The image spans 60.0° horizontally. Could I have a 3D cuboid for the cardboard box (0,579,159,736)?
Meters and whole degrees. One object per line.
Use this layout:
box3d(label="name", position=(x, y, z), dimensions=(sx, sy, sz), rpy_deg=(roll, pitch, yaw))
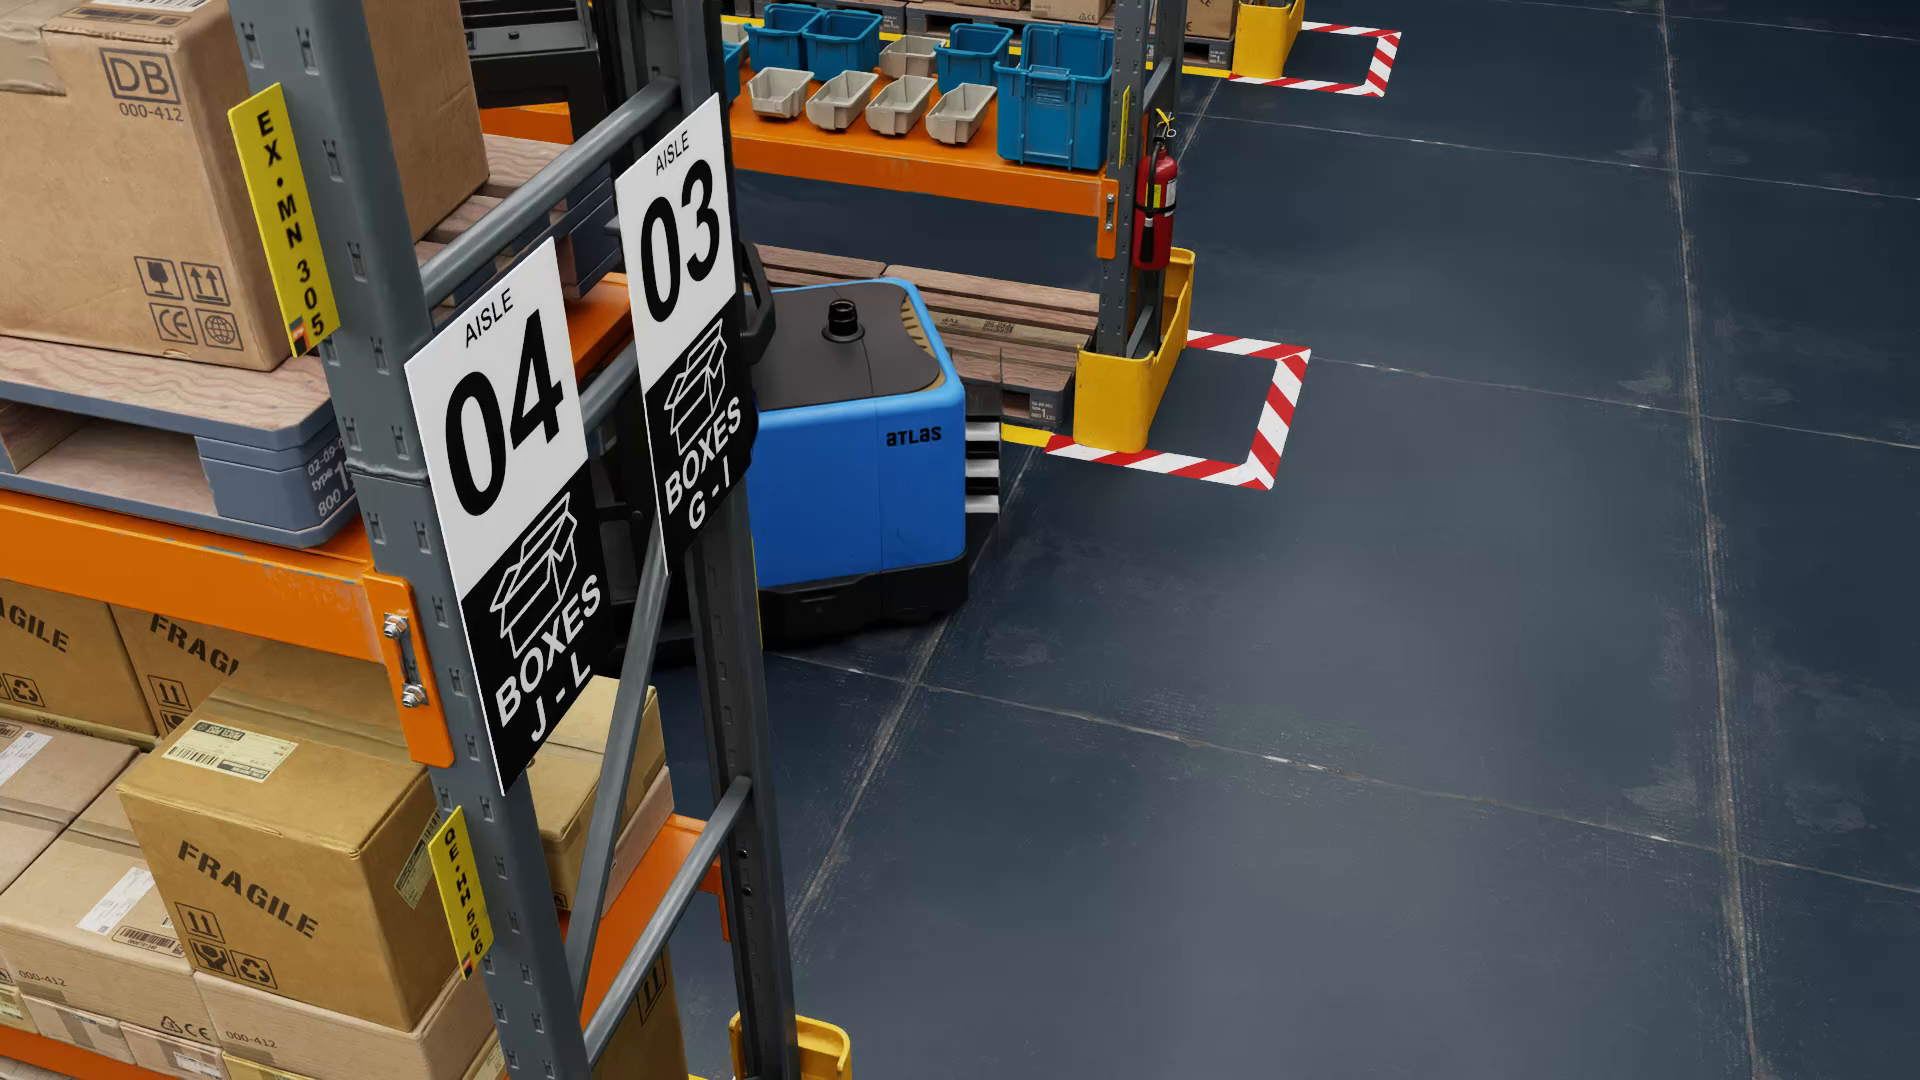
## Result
box3d(label="cardboard box", position=(-1.997, 0.066, 3.872), dimensions=(0.500, 0.500, 0.500), rpy_deg=(10, 37, 13))

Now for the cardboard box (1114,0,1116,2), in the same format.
box3d(label="cardboard box", position=(1.400, -4.177, 12.344), dimensions=(0.500, 0.250, 0.500), rpy_deg=(10, 38, 14))

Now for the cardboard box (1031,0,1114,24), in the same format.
box3d(label="cardboard box", position=(0.822, -3.974, 12.067), dimensions=(0.500, 0.250, 0.500), rpy_deg=(10, 38, 14))

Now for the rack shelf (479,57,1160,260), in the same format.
box3d(label="rack shelf", position=(-1.078, -2.024, 8.077), dimensions=(4.000, 0.370, 1.077), rpy_deg=(10, 38, 14))

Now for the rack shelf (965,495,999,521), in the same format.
box3d(label="rack shelf", position=(0.066, -0.187, 7.104), dimensions=(0.200, 0.077, 0.258), rpy_deg=(0, 36, 0))

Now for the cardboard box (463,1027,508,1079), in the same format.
box3d(label="cardboard box", position=(-1.083, 1.066, 3.483), dimensions=(0.250, 0.149, 0.380), rpy_deg=(11, 38, 15))

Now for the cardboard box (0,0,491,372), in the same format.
box3d(label="cardboard box", position=(-1.158, -0.678, 2.587), dimensions=(0.500, 0.500, 0.700), rpy_deg=(8, 37, 11))

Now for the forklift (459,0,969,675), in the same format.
box3d(label="forklift", position=(-1.539, -0.945, 6.061), dimensions=(3.031, 2.935, 1.130), rpy_deg=(-8, 37, -11))

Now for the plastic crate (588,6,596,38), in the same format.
box3d(label="plastic crate", position=(-1.838, -2.535, 8.345), dimensions=(0.590, 0.125, 0.437), rpy_deg=(10, 38, 14))

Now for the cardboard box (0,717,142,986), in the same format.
box3d(label="cardboard box", position=(-2.157, 0.667, 3.689), dimensions=(0.500, 0.250, 0.500), rpy_deg=(9, 37, 12))

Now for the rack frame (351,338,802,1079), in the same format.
box3d(label="rack frame", position=(-0.645, 0.842, 3.576), dimensions=(0.127, 3.000, 1.000), rpy_deg=(10, 38, 14))

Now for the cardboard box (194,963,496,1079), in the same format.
box3d(label="cardboard box", position=(-1.187, 0.847, 3.444), dimensions=(0.500, 0.250, 0.500), rpy_deg=(10, 38, 13))

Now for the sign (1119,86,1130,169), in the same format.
box3d(label="sign", position=(0.683, -1.712, 6.908), dimensions=(0.005, 0.325, 0.100), rpy_deg=(10, 38, 14))

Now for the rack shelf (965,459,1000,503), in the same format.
box3d(label="rack shelf", position=(0.066, -0.259, 7.051), dimensions=(0.200, 0.077, 0.258), rpy_deg=(0, 36, 0))

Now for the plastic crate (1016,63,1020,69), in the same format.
box3d(label="plastic crate", position=(0.413, -2.212, 7.897), dimensions=(0.298, 0.136, 0.250), rpy_deg=(10, 38, 14))

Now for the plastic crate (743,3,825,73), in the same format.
box3d(label="plastic crate", position=(-0.849, -2.433, 8.116), dimensions=(0.300, 0.233, 0.416), rpy_deg=(10, 38, 14))

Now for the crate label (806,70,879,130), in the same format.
box3d(label="crate label", position=(-0.546, -2.015, 7.629), dimensions=(0.243, 0.136, 0.396), rpy_deg=(10, 38, 14))

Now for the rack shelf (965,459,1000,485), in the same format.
box3d(label="rack shelf", position=(0.066, -0.332, 6.998), dimensions=(0.200, 0.077, 0.258), rpy_deg=(0, 36, 0))

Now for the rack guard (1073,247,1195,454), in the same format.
box3d(label="rack guard", position=(0.858, -0.957, 8.129), dimensions=(0.348, 0.500, 1.175), rpy_deg=(10, 38, 14))

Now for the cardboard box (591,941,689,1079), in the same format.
box3d(label="cardboard box", position=(-1.280, 1.460, 4.173), dimensions=(0.875, 0.875, 0.875), rpy_deg=(10, 38, 14))

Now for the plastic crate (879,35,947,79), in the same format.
box3d(label="plastic crate", position=(-0.235, -2.332, 8.060), dimensions=(0.298, 0.136, 0.250), rpy_deg=(10, 38, 14))

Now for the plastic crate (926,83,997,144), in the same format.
box3d(label="plastic crate", position=(-0.001, -1.920, 7.500), dimensions=(0.243, 0.136, 0.396), rpy_deg=(10, 38, 14))

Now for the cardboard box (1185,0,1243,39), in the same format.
box3d(label="cardboard box", position=(1.720, -3.890, 11.742), dimensions=(0.500, 0.500, 0.500), rpy_deg=(10, 38, 14))

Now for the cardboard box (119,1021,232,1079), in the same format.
box3d(label="cardboard box", position=(-1.573, 0.976, 3.605), dimensions=(0.250, 0.149, 0.380), rpy_deg=(11, 38, 14))

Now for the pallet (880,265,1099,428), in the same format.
box3d(label="pallet", position=(0.056, -1.005, 8.438), dimensions=(1.213, 0.211, 1.003), rpy_deg=(10, 38, 14))

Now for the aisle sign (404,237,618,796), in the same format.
box3d(label="aisle sign", position=(-0.666, -0.023, 2.557), dimensions=(0.004, 0.787, 0.394), rpy_deg=(10, 38, 14))

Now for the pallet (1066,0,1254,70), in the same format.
box3d(label="pallet", position=(1.478, -3.793, 12.226), dimensions=(1.213, 0.211, 1.003), rpy_deg=(10, 38, 14))

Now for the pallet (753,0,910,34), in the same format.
box3d(label="pallet", position=(-0.851, -4.225, 12.812), dimensions=(1.213, 0.211, 1.003), rpy_deg=(10, 38, 14))

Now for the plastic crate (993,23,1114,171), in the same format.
box3d(label="plastic crate", position=(0.456, -1.953, 7.292), dimensions=(0.499, 0.435, 0.616), rpy_deg=(10, 38, 14))

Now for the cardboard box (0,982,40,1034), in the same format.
box3d(label="cardboard box", position=(-2.059, 0.887, 3.727), dimensions=(0.250, 0.149, 0.380), rpy_deg=(10, 37, 13))

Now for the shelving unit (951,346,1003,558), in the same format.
box3d(label="shelving unit", position=(0.066, -0.359, 6.978), dimensions=(0.210, 0.900, 0.258), rpy_deg=(0, 36, 0))

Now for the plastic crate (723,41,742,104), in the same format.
box3d(label="plastic crate", position=(-1.205, -2.135, 7.711), dimensions=(0.300, 0.233, 0.416), rpy_deg=(10, 38, 14))

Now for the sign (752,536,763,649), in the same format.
box3d(label="sign", position=(-0.474, 0.148, 3.721), dimensions=(0.005, 0.325, 0.100), rpy_deg=(10, 38, 14))

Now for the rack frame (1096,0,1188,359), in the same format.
box3d(label="rack frame", position=(0.832, -1.961, 7.383), dimensions=(0.127, 3.000, 1.000), rpy_deg=(10, 38, 14))

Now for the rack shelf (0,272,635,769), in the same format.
box3d(label="rack shelf", position=(-2.554, -0.430, 3.380), dimensions=(4.000, 0.370, 1.077), rpy_deg=(10, 38, 14))

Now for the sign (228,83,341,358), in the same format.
box3d(label="sign", position=(-0.820, -0.386, 2.034), dimensions=(0.005, 0.325, 0.100), rpy_deg=(10, 38, 14))

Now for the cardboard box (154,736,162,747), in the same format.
box3d(label="cardboard box", position=(-1.521, 0.457, 3.975), dimensions=(0.500, 0.250, 0.500), rpy_deg=(10, 38, 13))

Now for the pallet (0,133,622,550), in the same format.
box3d(label="pallet", position=(-1.357, -0.456, 2.883), dimensions=(1.213, 0.211, 1.003), rpy_deg=(10, 38, 14))
